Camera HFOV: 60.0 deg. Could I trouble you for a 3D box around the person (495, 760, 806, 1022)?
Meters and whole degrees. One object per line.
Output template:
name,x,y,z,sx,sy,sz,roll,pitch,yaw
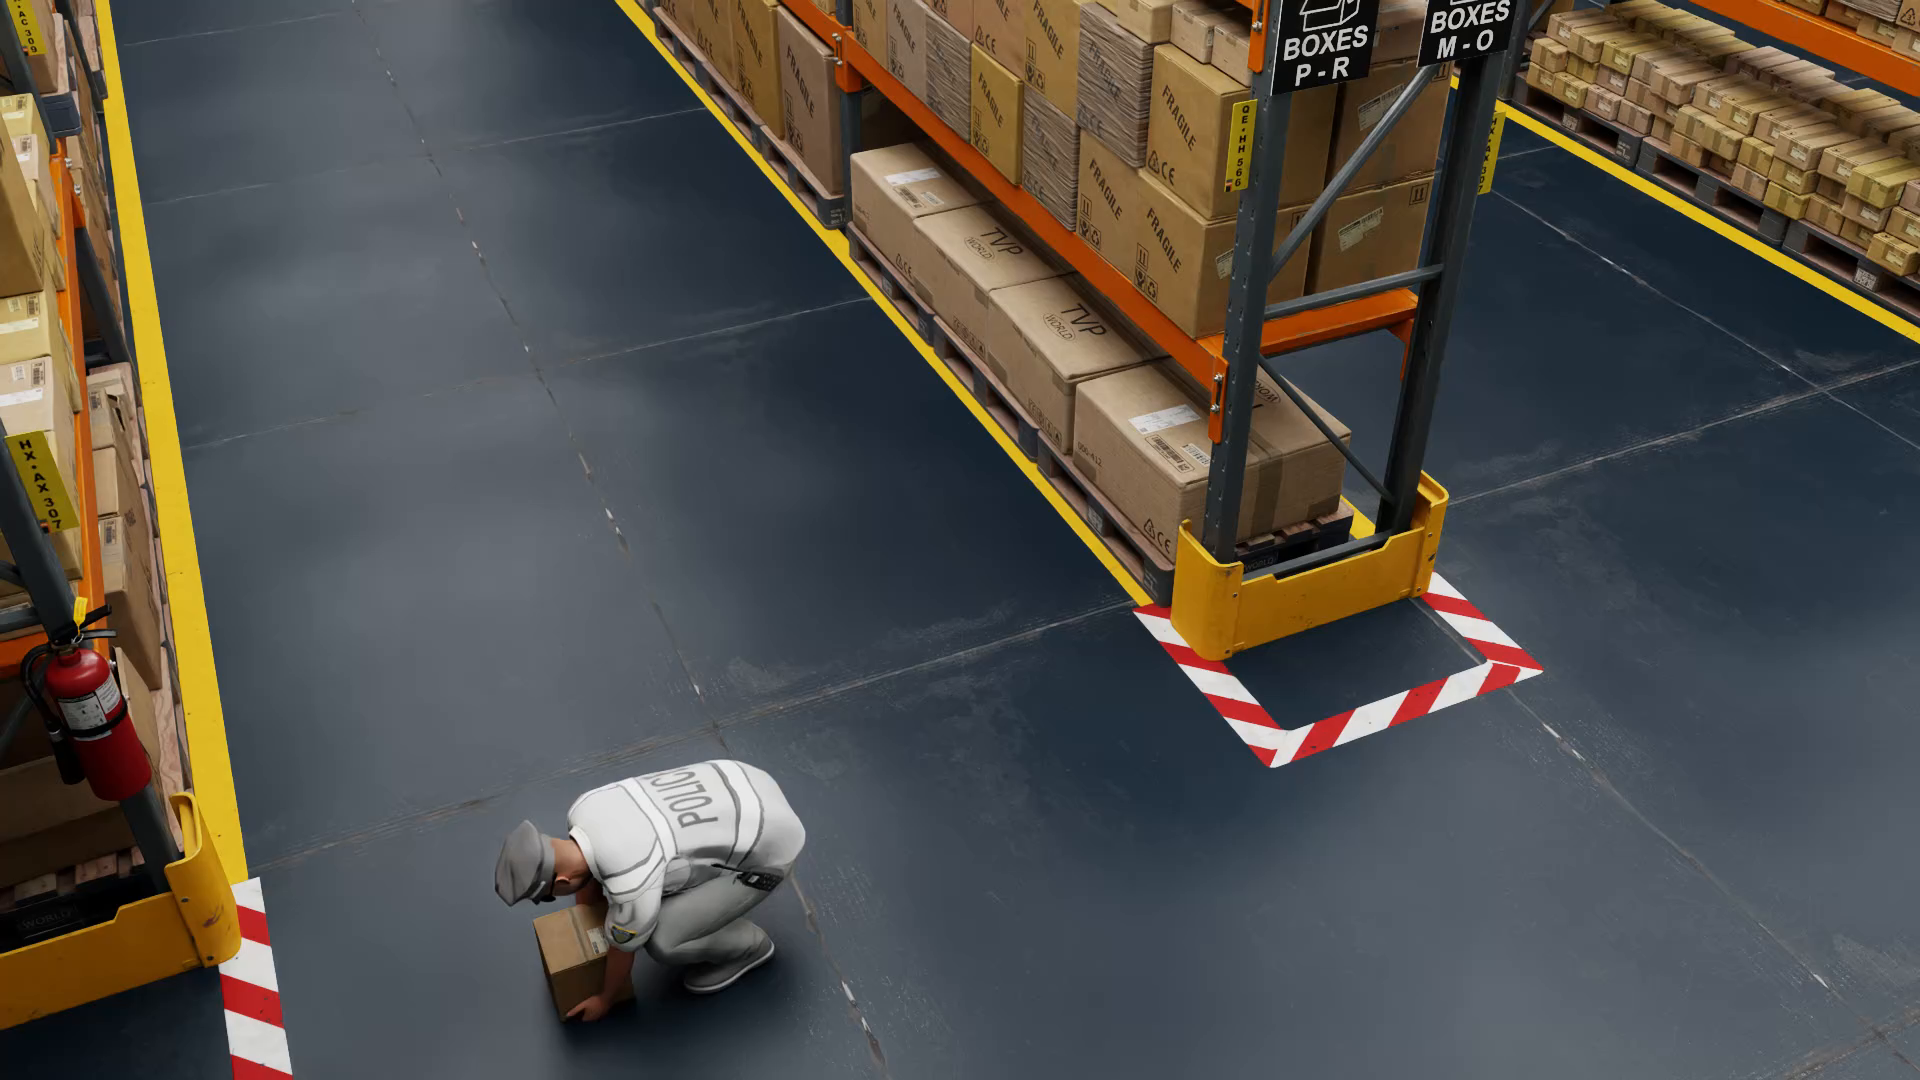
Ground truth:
person,-0.998,1.131,5.473,1.000,0.874,0.529,-16,40,-21
